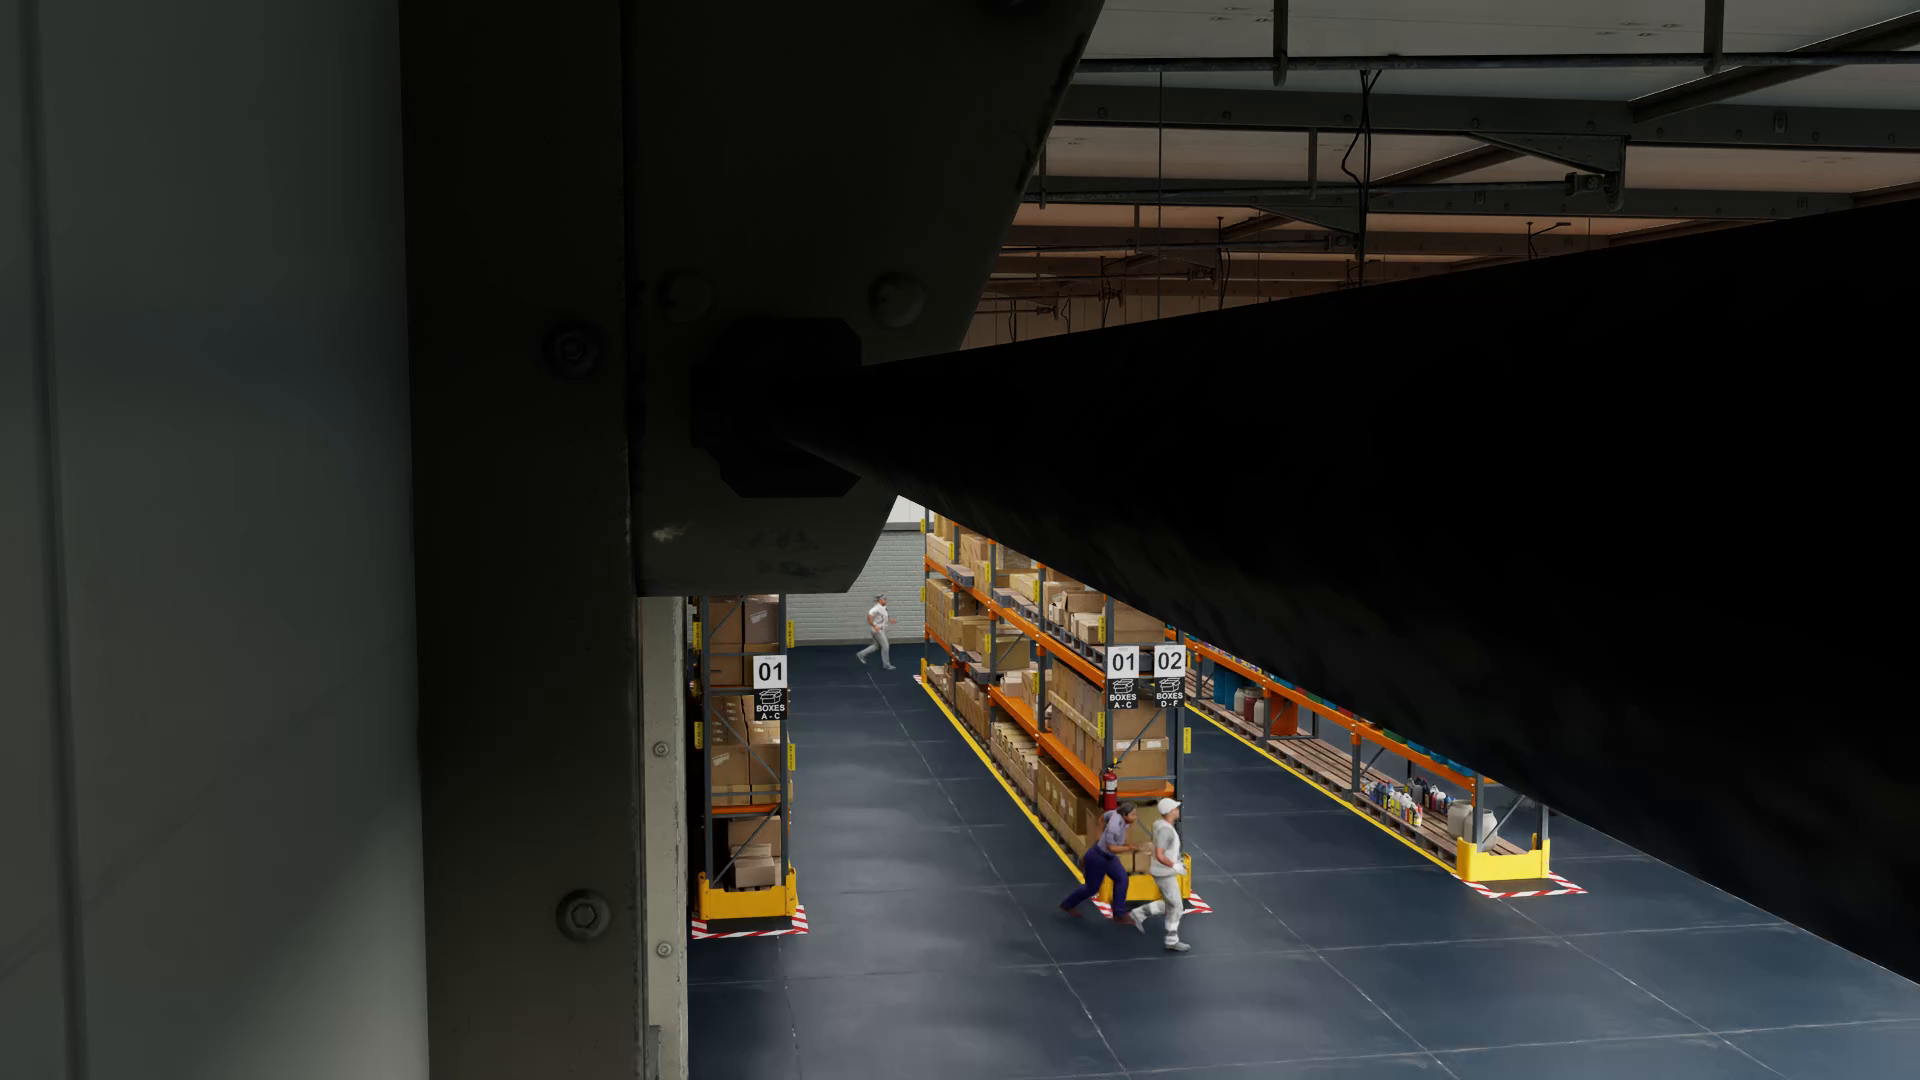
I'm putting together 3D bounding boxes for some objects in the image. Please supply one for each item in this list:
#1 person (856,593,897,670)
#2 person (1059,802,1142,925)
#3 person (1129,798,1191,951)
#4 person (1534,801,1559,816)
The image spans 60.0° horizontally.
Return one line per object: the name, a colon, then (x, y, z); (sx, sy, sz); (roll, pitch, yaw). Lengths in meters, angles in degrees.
person: (-1.930, 2.096, 38.266); (0.956, 1.778, 0.628); (0, 5, 5)
person: (1.677, 3.845, 19.858); (1.033, 1.512, 0.626); (2, 5, 18)
person: (2.270, 3.801, 18.899); (0.716, 1.765, 0.662); (1, 5, 8)
person: (8.928, 3.326, 24.736); (0.639, 1.632, 0.661); (-1, 5, -14)
